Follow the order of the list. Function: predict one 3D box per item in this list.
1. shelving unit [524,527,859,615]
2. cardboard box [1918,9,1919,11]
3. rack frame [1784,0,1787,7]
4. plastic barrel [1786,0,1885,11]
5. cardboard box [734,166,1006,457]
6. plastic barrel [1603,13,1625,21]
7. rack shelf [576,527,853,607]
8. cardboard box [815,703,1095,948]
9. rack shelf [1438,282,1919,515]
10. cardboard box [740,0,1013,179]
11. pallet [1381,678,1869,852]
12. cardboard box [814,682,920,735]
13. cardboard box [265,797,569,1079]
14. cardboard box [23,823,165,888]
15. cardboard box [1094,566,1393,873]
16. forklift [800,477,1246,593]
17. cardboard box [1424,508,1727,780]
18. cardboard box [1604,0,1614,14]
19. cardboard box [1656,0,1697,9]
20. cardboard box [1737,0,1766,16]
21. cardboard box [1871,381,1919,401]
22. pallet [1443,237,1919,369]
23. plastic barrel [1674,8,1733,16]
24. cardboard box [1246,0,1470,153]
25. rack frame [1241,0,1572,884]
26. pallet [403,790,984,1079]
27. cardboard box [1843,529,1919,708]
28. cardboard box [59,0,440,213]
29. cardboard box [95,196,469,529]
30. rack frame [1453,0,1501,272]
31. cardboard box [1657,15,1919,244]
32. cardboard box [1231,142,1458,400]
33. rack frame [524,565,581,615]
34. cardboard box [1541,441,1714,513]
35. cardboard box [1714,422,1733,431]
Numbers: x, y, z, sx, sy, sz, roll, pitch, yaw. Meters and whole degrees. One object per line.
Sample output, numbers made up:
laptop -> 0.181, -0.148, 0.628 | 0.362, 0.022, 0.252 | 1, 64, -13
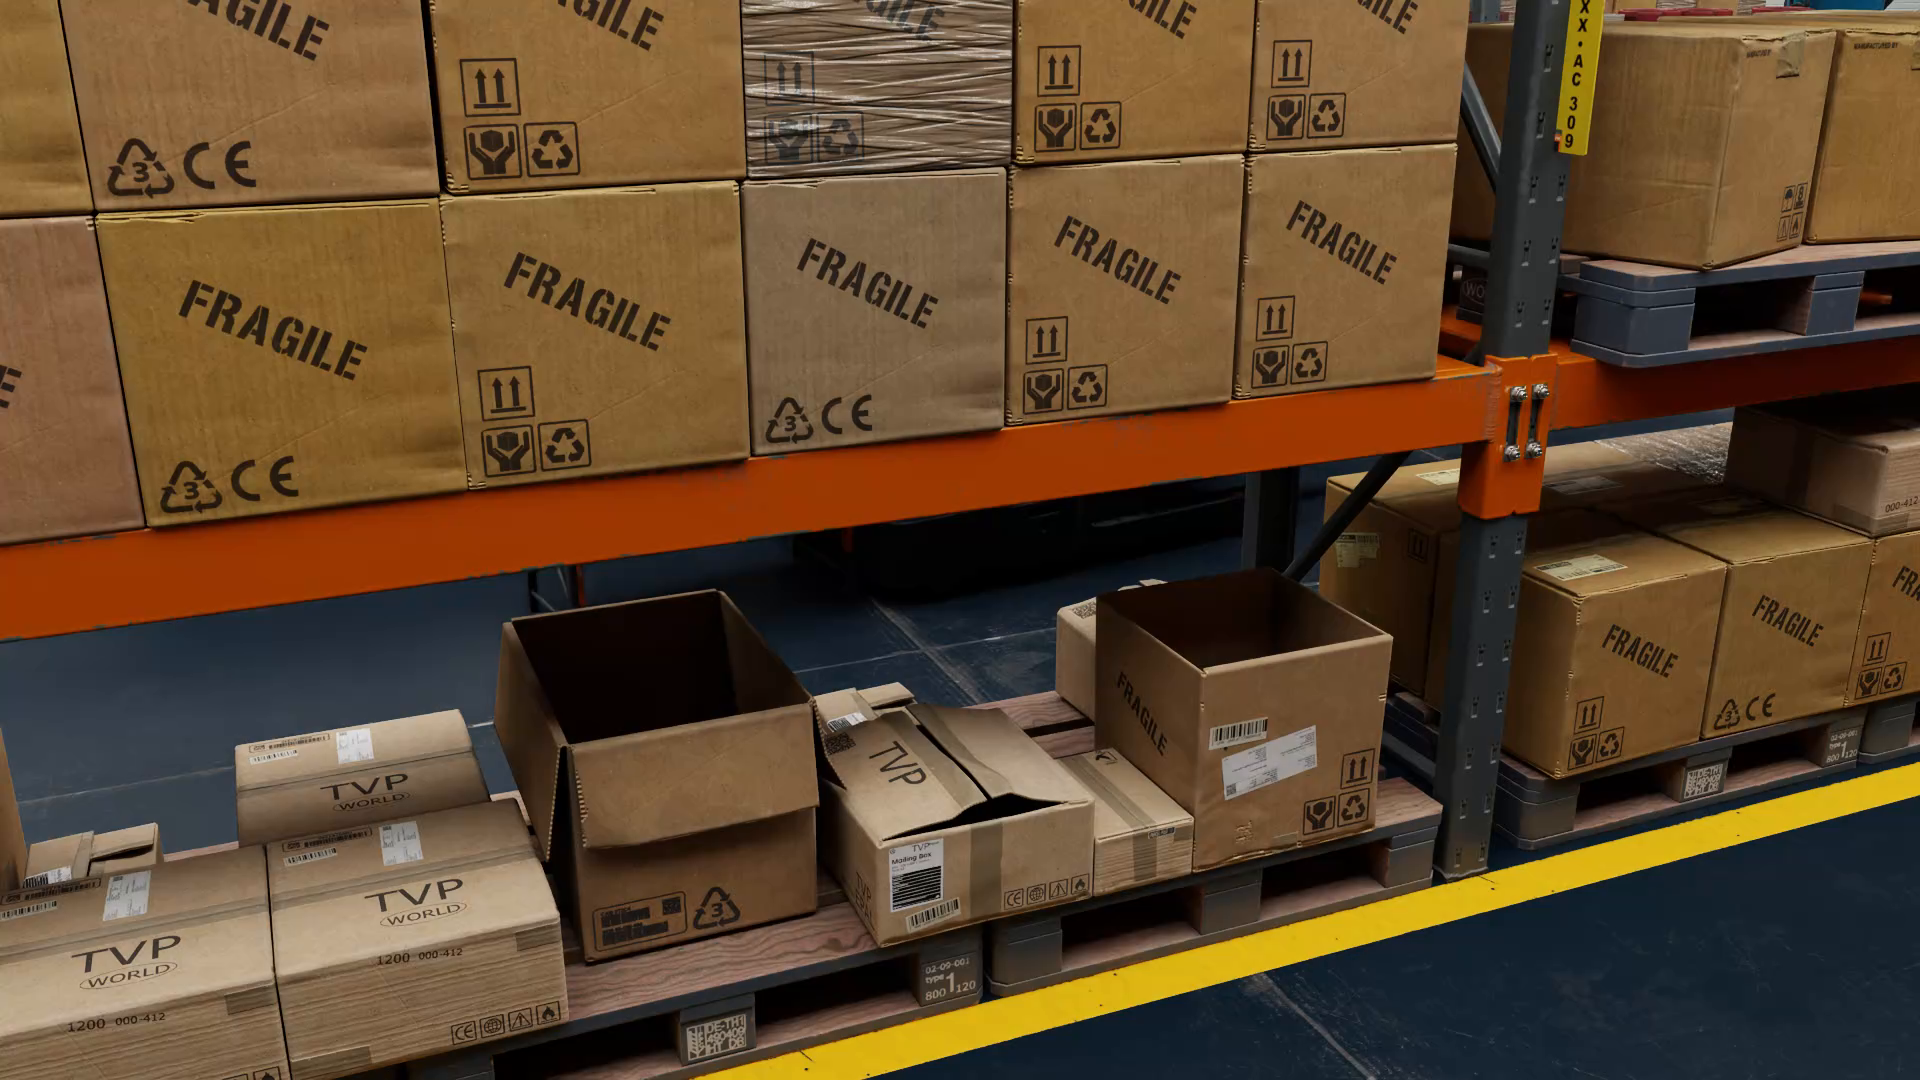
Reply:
shelving unit -> -0.937, -0.304, 5.692 | 1.048, 1.125, 0.538 | -12, 23, -30
cardboard box -> 3.287, -1.318, 4.967 | 0.500, 0.500, 0.700 | -4, 20, -12
rack frame -> 8.161, -5.326, 17.132 | 0.127, 3.000, 1.000 | -8, 21, -22
plastic barrel -> 5.975, -3.568, 11.383 | 0.708, 0.901, 0.600 | -8, 21, -22
cardboard box -> -0.238, -0.493, 3.254 | 0.500, 0.500, 0.500 | -8, 21, -21
plastic barrel -> 4.024, -3.072, 10.562 | 0.421, 0.512, 0.421 | 0, 19, 0
rack shelf -> -0.937, -0.073, 5.773 | 1.000, 0.278, 0.538 | -12, 23, -30
cardboard box -> -0.036, 0.595, 3.702 | 0.500, 0.311, 0.500 | -8, 21, -22
rack shelf -> 2.899, -0.650, 4.934 | 4.000, 0.370, 1.077 | -8, 21, -22
cardboard box -> -0.231, -0.965, 3.090 | 0.500, 0.500, 0.500 | -8, 21, -21
pallet -> 1.795, 0.471, 4.867 | 1.213, 0.211, 1.003 | -8, 21, -22
cardboard box -> -0.198, 0.509, 4.164 | 0.250, 0.166, 0.380 | -8, 21, -22
cardboard box -> -1.080, 0.773, 3.288 | 0.500, 0.250, 0.500 | -8, 21, -22
cardboard box -> -1.801, 0.757, 3.461 | 0.250, 0.166, 0.380 | -8, 21, -22
cardboard box -> 0.652, 0.407, 3.951 | 0.500, 0.500, 0.500 | -8, 21, -22
forklift -> 0.754, -1.544, 6.494 | 3.031, 2.935, 1.130 | -12, 23, -30
cardboard box -> 1.604, 0.256, 4.379 | 0.500, 0.500, 0.500 | -9, 21, -24
cardboard box -> 5.818, -5.179, 16.117 | 0.500, 0.500, 0.875 | -8, 21, -22
cardboard box -> 6.757, -5.295, 16.444 | 0.500, 0.500, 0.875 | -8, 21, -22
cardboard box -> 7.645, -5.450, 16.885 | 0.500, 0.500, 0.875 | -8, 21, -22
cardboard box -> 2.982, -0.295, 4.816 | 0.500, 0.250, 0.500 | -9, 21, -23
pallet -> 1.840, -0.707, 4.304 | 1.213, 0.211, 1.003 | -8, 21, -22
plastic barrel -> 4.811, -3.198, 10.884 | 0.433, 0.535, 0.433 | 0, 19, 0
cardboard box -> 0.701, -1.099, 3.472 | 0.500, 0.500, 0.500 | -8, 21, -22
rack frame -> 1.063, -0.726, 4.068 | 0.127, 3.000, 1.000 | -8, 21, -22
pallet -> -0.690, 0.841, 3.816 | 1.213, 0.211, 1.003 | -8, 21, -22
cardboard box -> 2.551, 0.119, 4.769 | 0.500, 0.500, 0.500 | -8, 21, -21
cardboard box -> -1.160, -0.832, 2.712 | 0.500, 0.500, 0.500 | -8, 21, -21
cardboard box -> -1.164, -0.360, 2.876 | 0.500, 0.500, 0.500 | -8, 21, -22
rack frame -> 2.777, -2.763, 9.854 | 0.127, 3.000, 1.000 | -8, 21, -22
cardboard box -> 2.193, -1.075, 4.276 | 0.500, 0.500, 0.700 | -5, 20, -13
cardboard box -> 0.706, -0.629, 3.642 | 0.500, 0.500, 0.500 | -8, 21, -21
rack frame -> -1.368, -0.214, 5.437 | 0.032, 1.125, 0.500 | -12, 23, -30
cardboard box -> 1.860, 0.031, 5.020 | 0.500, 0.500, 0.500 | -8, 21, -22
cardboard box -> 2.786, -0.103, 5.399 | 0.500, 0.500, 0.500 | -9, 21, -24
